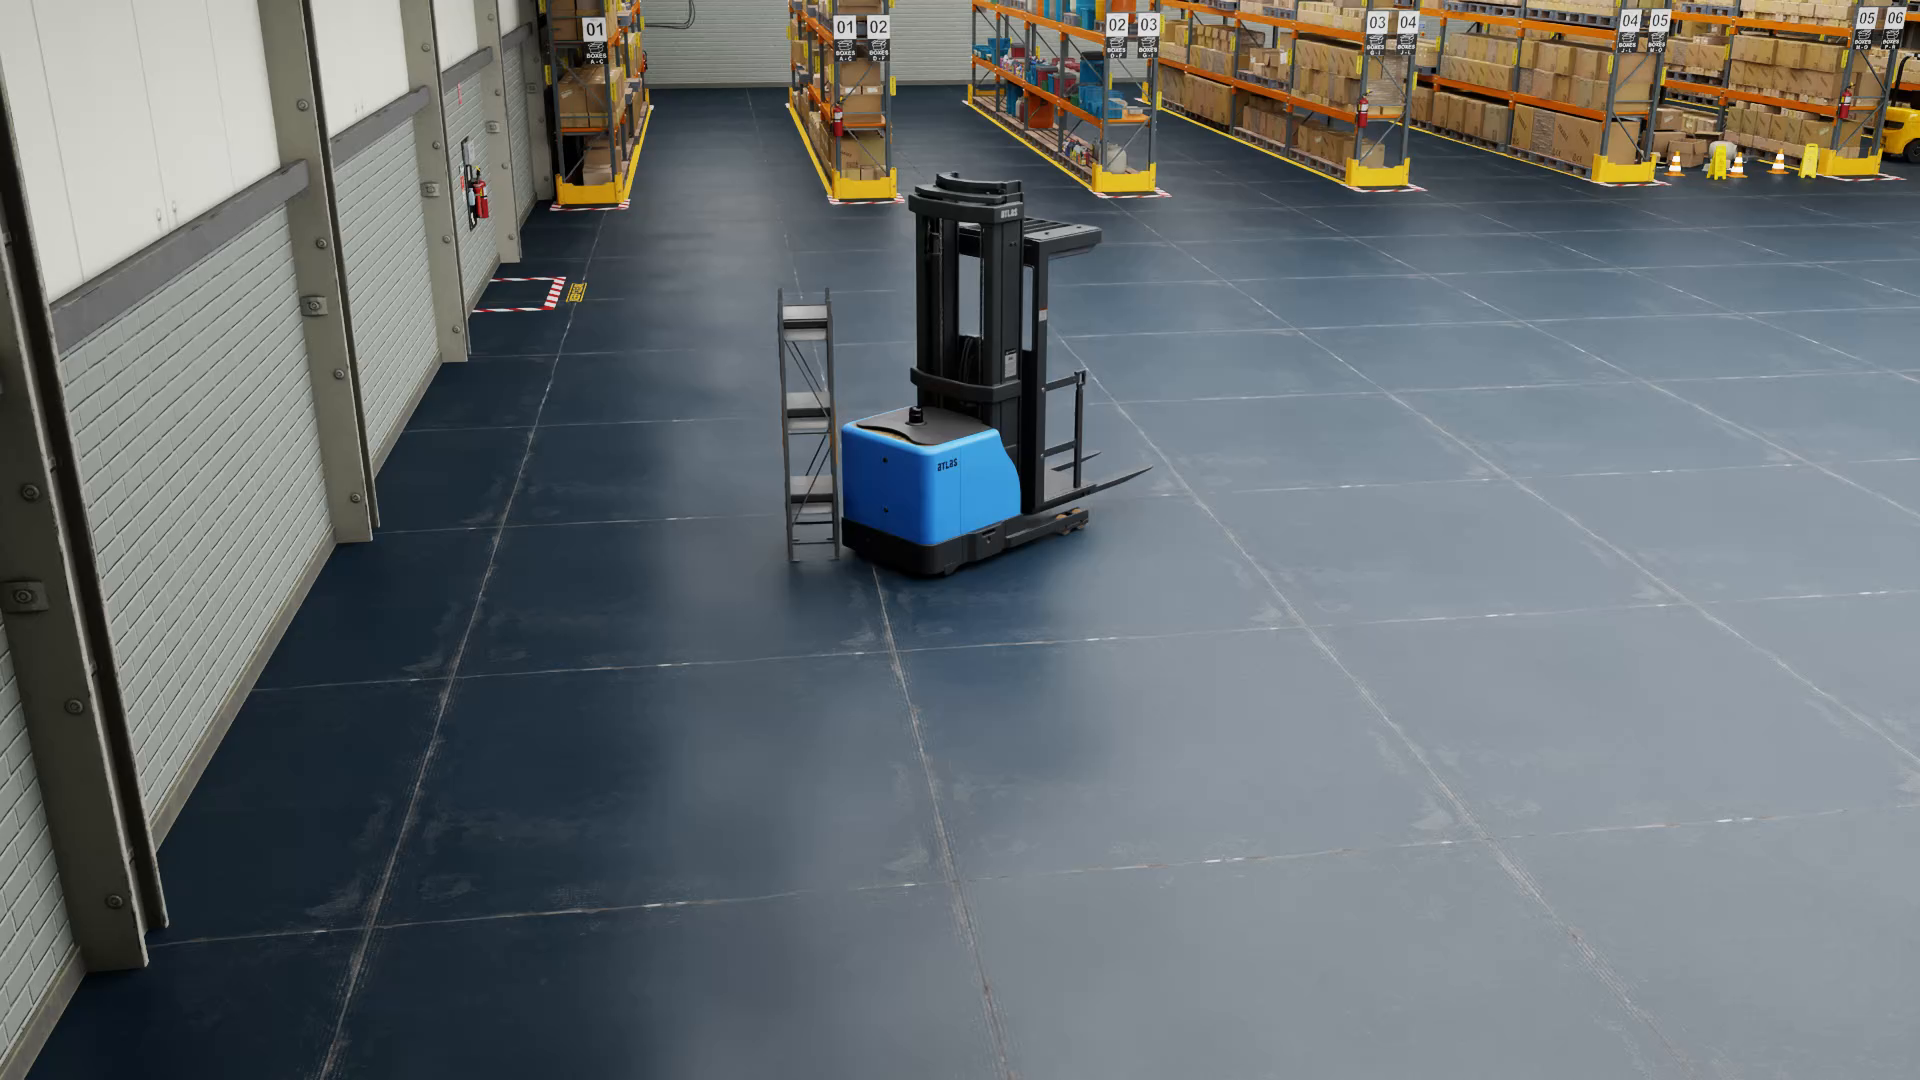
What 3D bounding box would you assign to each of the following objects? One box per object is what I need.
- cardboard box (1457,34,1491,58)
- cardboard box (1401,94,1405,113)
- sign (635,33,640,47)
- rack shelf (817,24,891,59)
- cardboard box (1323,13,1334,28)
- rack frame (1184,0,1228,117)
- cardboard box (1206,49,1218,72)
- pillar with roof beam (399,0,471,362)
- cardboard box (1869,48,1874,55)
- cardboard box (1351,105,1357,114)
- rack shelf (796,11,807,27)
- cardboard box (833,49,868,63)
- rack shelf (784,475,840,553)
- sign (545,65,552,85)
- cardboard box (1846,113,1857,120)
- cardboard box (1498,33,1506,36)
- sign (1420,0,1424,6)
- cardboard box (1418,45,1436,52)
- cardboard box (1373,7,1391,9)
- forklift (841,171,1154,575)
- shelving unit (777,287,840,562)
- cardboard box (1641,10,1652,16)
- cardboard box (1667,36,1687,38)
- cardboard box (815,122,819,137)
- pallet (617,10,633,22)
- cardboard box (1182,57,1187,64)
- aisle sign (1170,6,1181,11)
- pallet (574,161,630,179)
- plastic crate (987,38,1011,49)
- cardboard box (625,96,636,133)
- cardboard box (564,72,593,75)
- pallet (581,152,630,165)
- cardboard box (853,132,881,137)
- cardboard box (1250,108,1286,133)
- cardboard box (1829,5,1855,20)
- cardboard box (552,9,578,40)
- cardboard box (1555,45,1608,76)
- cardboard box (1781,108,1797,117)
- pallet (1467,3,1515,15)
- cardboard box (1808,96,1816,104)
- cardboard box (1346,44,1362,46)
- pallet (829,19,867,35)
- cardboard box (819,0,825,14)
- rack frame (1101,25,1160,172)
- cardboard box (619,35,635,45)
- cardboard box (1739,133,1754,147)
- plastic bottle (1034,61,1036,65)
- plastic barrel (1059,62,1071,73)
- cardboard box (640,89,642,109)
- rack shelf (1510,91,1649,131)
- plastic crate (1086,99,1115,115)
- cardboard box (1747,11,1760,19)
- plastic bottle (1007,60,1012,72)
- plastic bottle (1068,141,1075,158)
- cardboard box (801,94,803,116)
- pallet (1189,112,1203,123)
[{"bbox_3d":[11.939,-11.408,38.400,0.700,0.500,0.500,-3,21,-9],"label":"cardboard box"},{"bbox_3d":[11.293,-10.826,41.387,0.500,0.500,0.500,-4,21,-10],"label":"cardboard box"},{"bbox_3d":[-7.859,-12.180,40.497,0.100,0.325,0.005,-3,21,-8],"label":"sign"},{"bbox_3d":[-2.051,-9.501,31.607,1.077,0.370,4.000,-3,21,-8],"label":"rack shelf"},{"bbox_3d":[7.501,-10.252,32.805,0.500,0.250,0.500,-3,21,-9],"label":"cardboard box"},{"bbox_3d":[6.310,-12.393,42.610,1.000,3.000,0.127,-3,21,-8],"label":"rack frame"},{"bbox_3d":[6.354,-11.742,40.725,0.500,0.500,0.500,-3,21,-7],"label":"cardboard box"},{"bbox_3d":[-1.632,-6.560,18.419,9.100,9.000,0.400,-3,21,-8],"label":"pillar with roof beam"},{"bbox_3d":[21.556,-11.539,39.253,0.380,0.149,0.250,-2,21,-7],"label":"cardboard box"},{"bbox_3d":[7.760,-8.295,31.998,0.380,0.149,0.250,-3,21,-8],"label":"cardboard box"},{"bbox_3d":[-3.205,-12.270,39.023,1.077,0.370,4.000,-3,21,-8],"label":"rack shelf"},{"bbox_3d":[-2.052,-9.105,31.809,0.700,0.500,0.500,-3,21,-8],"label":"cardboard box"},{"bbox_3d":[-1.190,-0.234,13.378,0.431,0.518,0.480,-2,21,-6],"label":"rack shelf"},{"bbox_3d":[-7.217,-8.158,29.165,0.100,0.325,0.005,-3,21,-8],"label":"sign"},{"bbox_3d":[21.783,-10.401,40.072,0.875,0.625,0.625,-2,21,-6],"label":"cardboard box"},{"bbox_3d":[15.426,-13.970,46.690,0.500,0.500,0.500,-3,21,-9],"label":"cardboard box"},{"bbox_3d":[8.577,-10.080,30.882,0.100,0.325,0.005,-3,21,-8],"label":"sign"},{"bbox_3d":[11.252,-11.815,39.970,0.380,0.149,0.250,-3,21,-8],"label":"cardboard box"},{"bbox_3d":[8.130,-10.225,32.163,0.380,0.149,0.250,-3,21,-8],"label":"cardboard box"},{"bbox_3d":[0.437,-1.530,13.622,1.130,2.935,3.031,19,28,41],"label":"forklift"},{"bbox_3d":[-1.193,-0.902,13.128,0.431,2.100,0.503,-2,21,-6],"label":"shelving unit"},{"bbox_3d":[13.231,-10.119,31.852,0.380,0.149,0.250,-3,21,-7],"label":"cardboard box"},{"bbox_3d":[17.034,-11.747,39.714,0.500,0.500,0.500,-4,21,-9],"label":"cardboard box"},{"bbox_3d":[-2.833,-8.775,35.451,0.500,0.311,0.500,-3,21,-8],"label":"cardboard box"},{"bbox_3d":[-7.377,-10.769,34.243,1.213,0.211,1.003,-3,21,-8],"label":"pallet"},{"bbox_3d":[5.942,-12.364,42.893,0.380,0.149,0.250,-3,21,-7],"label":"cardboard box"},{"bbox_3d":[6.020,-15.036,45.971,0.394,0.787,0.004,-3,21,-8],"label":"aisle sign"},{"bbox_3d":[-7.109,-7.337,33.058,1.003,0.211,1.213,-3,21,-8],"label":"pallet"},{"bbox_3d":[1.066,-13.466,45.348,0.616,0.435,0.499,-3,21,-8],"label":"plastic crate"},{"bbox_3d":[-7.794,-9.710,37.898,0.750,0.750,0.750,-3,21,-8],"label":"cardboard box"},{"bbox_3d":[-7.243,-8.639,31.672,0.500,0.500,0.500,-2,21,-6],"label":"cardboard box"},{"bbox_3d":[-7.355,-7.837,34.397,1.003,0.211,1.213,-3,21,-8],"label":"pallet"},{"bbox_3d":[-1.779,-7.542,31.881,0.500,0.500,0.500,-3,21,-8],"label":"cardboard box"},{"bbox_3d":[7.096,-9.621,38.132,0.700,0.500,0.500,-5,21,-12],"label":"cardboard box"},{"bbox_3d":[17.506,-10.376,32.712,0.500,0.250,0.500,-3,21,-8],"label":"cardboard box"},{"bbox_3d":[-6.975,-9.082,29.286,0.500,0.500,0.500,-1,21,-4],"label":"cardboard box"},{"bbox_3d":[12.626,-9.723,33.705,0.875,0.550,0.500,-3,21,-8],"label":"cardboard box"},{"bbox_3d":[17.284,-8.868,34.504,0.380,0.149,0.250,-2,21,-5],"label":"cardboard box"},{"bbox_3d":[12.119,-11.933,37.361,1.003,0.211,1.213,-2,21,-5],"label":"pallet"},{"bbox_3d":[17.419,-8.911,33.647,0.380,0.149,0.250,-3,21,-9],"label":"cardboard box"},{"bbox_3d":[8.014,-9.616,33.179,0.500,0.500,0.500,-3,21,-8],"label":"cardboard box"},{"bbox_3d":[-1.839,-9.350,30.302,1.003,0.211,1.213,-3,21,-8],"label":"pallet"},{"bbox_3d":[-2.450,-10.376,32.250,0.500,0.311,0.500,-4,21,-11],"label":"cardboard box"},{"bbox_3d":[3.139,-7.988,30.817,1.000,3.000,0.127,-3,21,-8],"label":"rack frame"},{"bbox_3d":[-8.010,-11.864,39.526,0.500,0.250,0.500,-2,21,-7],"label":"cardboard box"},{"bbox_3d":[17.176,-8.629,35.863,0.500,0.250,0.500,-2,21,-5],"label":"cardboard box"},{"bbox_3d":[1.843,-11.522,40.462,0.097,0.271,0.097,0,20,0],"label":"plastic bottle"},{"bbox_3d":[2.406,-10.319,36.899,0.421,0.512,0.421,0,20,0],"label":"plastic barrel"},{"bbox_3d":[-8.542,-11.285,42.617,0.700,0.500,0.500,-2,21,-6],"label":"cardboard box"},{"bbox_3d":[12.675,-8.809,34.042,1.077,0.370,4.000,-3,21,-8],"label":"rack shelf"},{"bbox_3d":[2.683,-8.302,31.870,0.499,0.251,0.408,-3,21,-8],"label":"plastic crate"},{"bbox_3d":[17.052,-11.197,35.479,0.380,0.149,0.250,-3,21,-8],"label":"cardboard box"},{"bbox_3d":[1.232,-11.585,40.624,0.152,0.276,0.135,-3,21,-8],"label":"plastic bottle"},{"bbox_3d":[2.295,-7.973,33.933,0.144,0.351,0.185,-4,21,-10],"label":"plastic bottle"},{"bbox_3d":[-3.664,-10.750,41.155,0.500,0.500,0.500,-4,21,-10],"label":"cardboard box"},{"bbox_3d":[6.496,-10.823,42.393,1.003,0.211,1.213,-3,21,-8],"label":"pallet"}]
